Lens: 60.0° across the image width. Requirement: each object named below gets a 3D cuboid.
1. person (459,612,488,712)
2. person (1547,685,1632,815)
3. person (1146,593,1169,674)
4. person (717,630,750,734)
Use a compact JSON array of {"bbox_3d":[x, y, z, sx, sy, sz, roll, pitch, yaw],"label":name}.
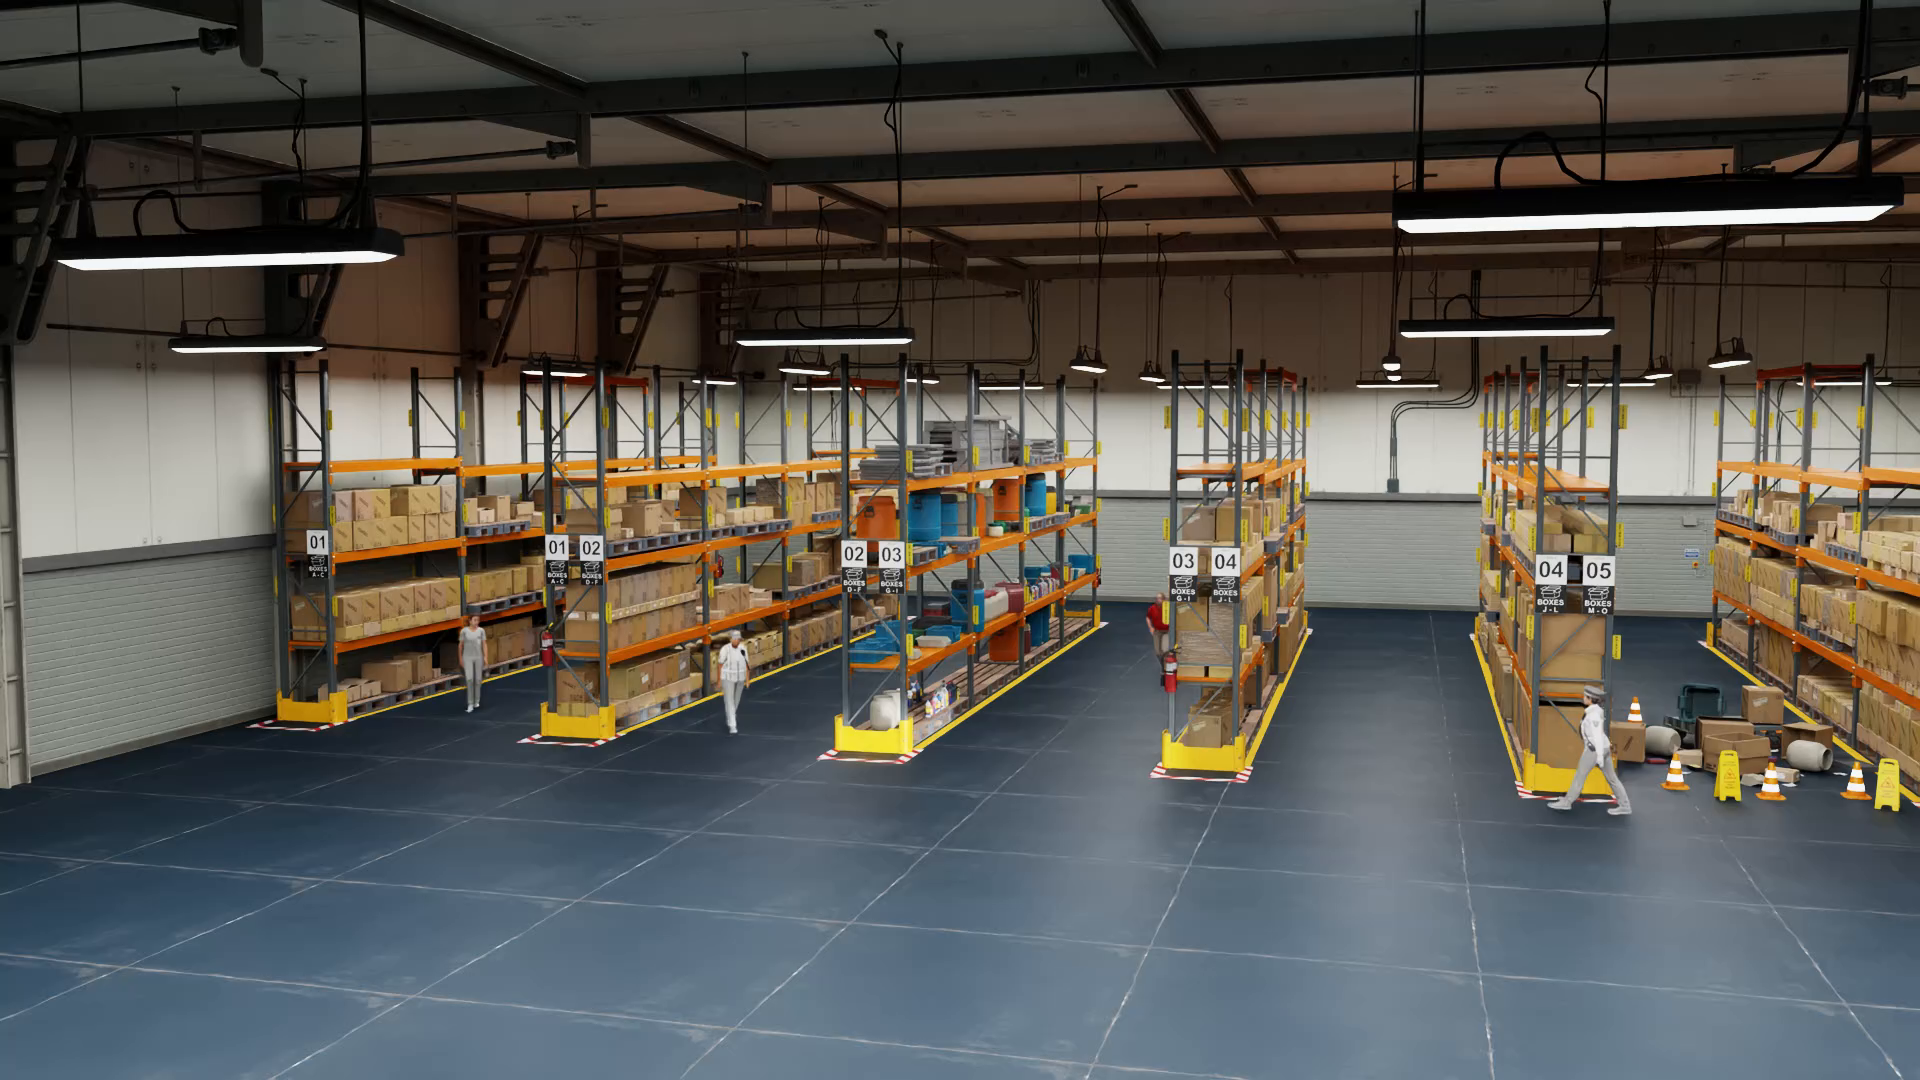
[{"bbox_3d":[-8.433,2.094,28.853,0.465,1.676,0.511,-2,5,-30],"label":"person"},{"bbox_3d":[8.026,2.648,21.121,0.997,1.608,0.524,3,5,34],"label":"person"},{"bbox_3d":[4.021,1.839,32.675,0.711,1.639,0.724,2,4,23],"label":"person"},{"bbox_3d":[-3.631,2.252,26.697,0.556,1.615,0.932,-3,5,-35],"label":"person"}]
